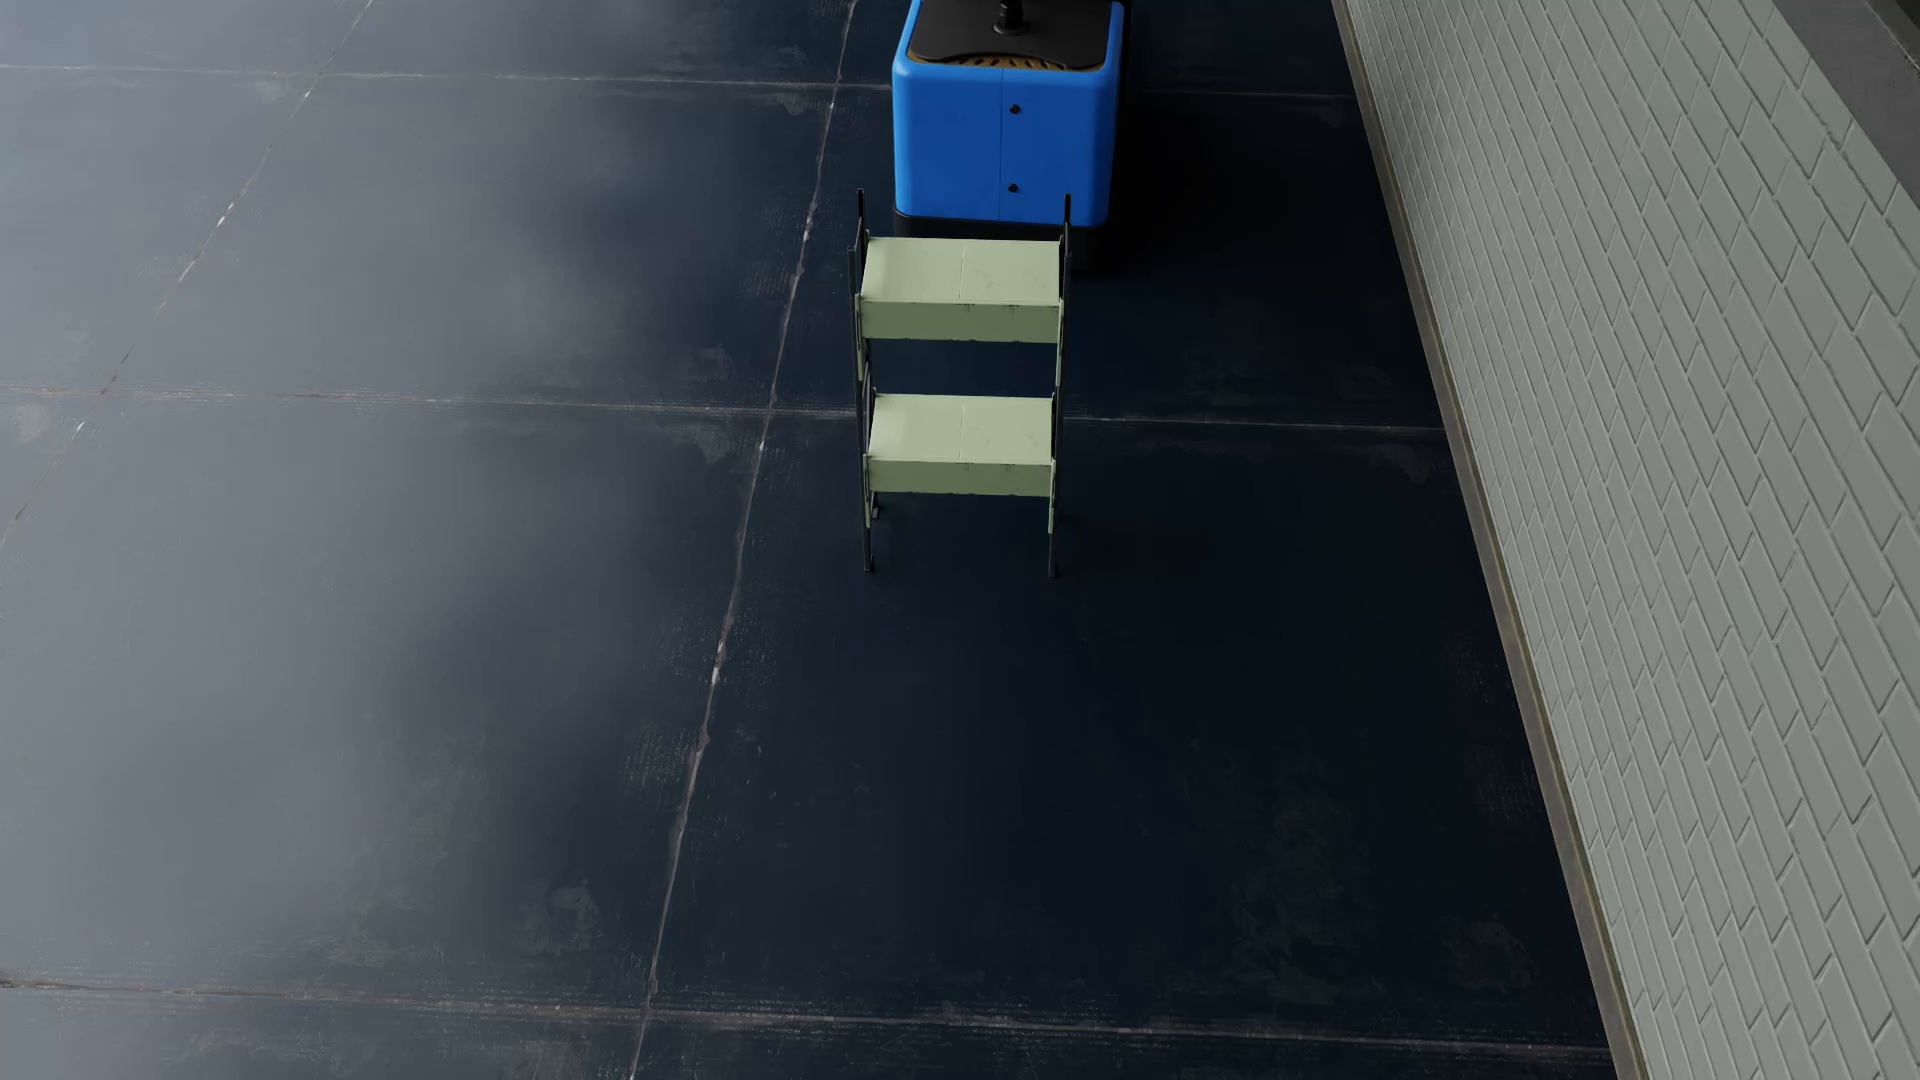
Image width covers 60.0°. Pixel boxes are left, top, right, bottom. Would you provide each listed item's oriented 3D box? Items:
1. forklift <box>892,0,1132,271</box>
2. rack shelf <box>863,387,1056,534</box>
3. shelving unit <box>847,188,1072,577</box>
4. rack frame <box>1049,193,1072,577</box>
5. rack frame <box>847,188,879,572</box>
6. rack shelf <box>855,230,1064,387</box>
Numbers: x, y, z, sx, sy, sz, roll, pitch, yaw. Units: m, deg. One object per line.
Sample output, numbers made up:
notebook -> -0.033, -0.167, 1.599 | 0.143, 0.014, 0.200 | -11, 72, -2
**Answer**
forklift -> 0.362, -3.381, 8.229 | 1.130, 2.935, 3.031 | 5, 43, 5
rack shelf -> 0.007, -0.310, 6.461 | 0.720, 0.370, 0.431 | 2, 43, 2
shelving unit -> 0.007, -0.549, 6.239 | 0.755, 1.500, 0.431 | 2, 43, 2
rack frame -> 0.372, -0.537, 6.227 | 0.023, 1.500, 0.400 | 2, 43, 2
rack frame -> -0.359, -0.560, 6.251 | 0.023, 1.500, 0.400 | 2, 43, 2
rack shelf -> 0.007, -0.834, 5.973 | 0.720, 0.370, 0.431 | 2, 43, 2
